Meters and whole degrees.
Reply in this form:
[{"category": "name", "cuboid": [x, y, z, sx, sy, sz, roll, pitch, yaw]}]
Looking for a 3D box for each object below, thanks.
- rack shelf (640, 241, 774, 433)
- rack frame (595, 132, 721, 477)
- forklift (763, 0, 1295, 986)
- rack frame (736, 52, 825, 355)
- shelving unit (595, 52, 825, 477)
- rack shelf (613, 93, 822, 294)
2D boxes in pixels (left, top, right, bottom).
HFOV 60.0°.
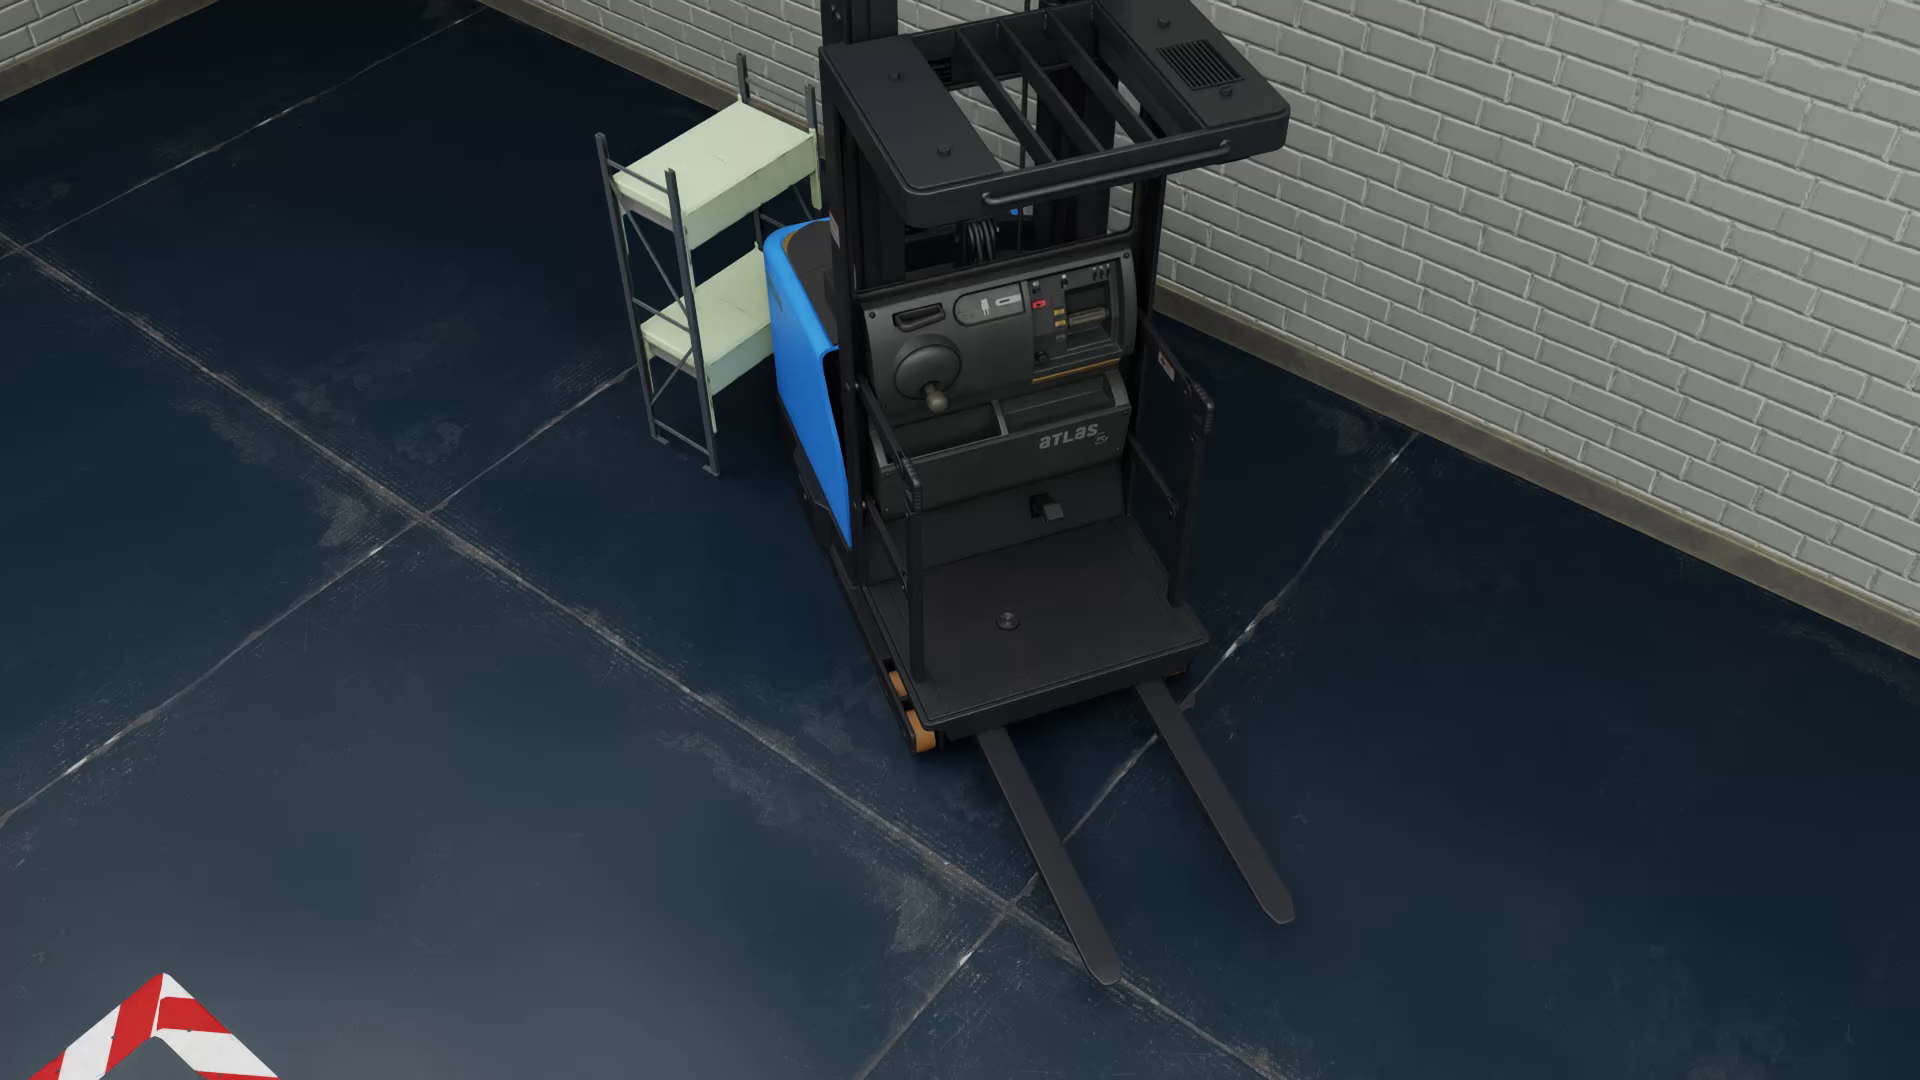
[{"category": "rack shelf", "cuboid": [-0.940, -0.859, 6.982, 0.431, 0.370, 0.720, 30, 53, 26]}, {"category": "rack frame", "cuboid": [-1.173, -0.881, 6.552, 0.400, 1.500, 0.023, 30, 53, 26]}, {"category": "forklift", "cuboid": [0.220, -0.591, 5.288, 1.130, 2.935, 3.031, -15, 48, -14]}, {"category": "rack frame", "cuboid": [-0.710, -1.290, 6.943, 0.400, 1.500, 0.023, 30, 53, 26]}, {"category": "shelving unit", "cuboid": [-0.942, -1.086, 6.748, 0.431, 1.500, 0.755, 30, 53, 26]}, {"category": "rack shelf", "cuboid": [-0.944, -1.356, 6.467, 0.431, 0.370, 0.720, 30, 53, 26]}]
